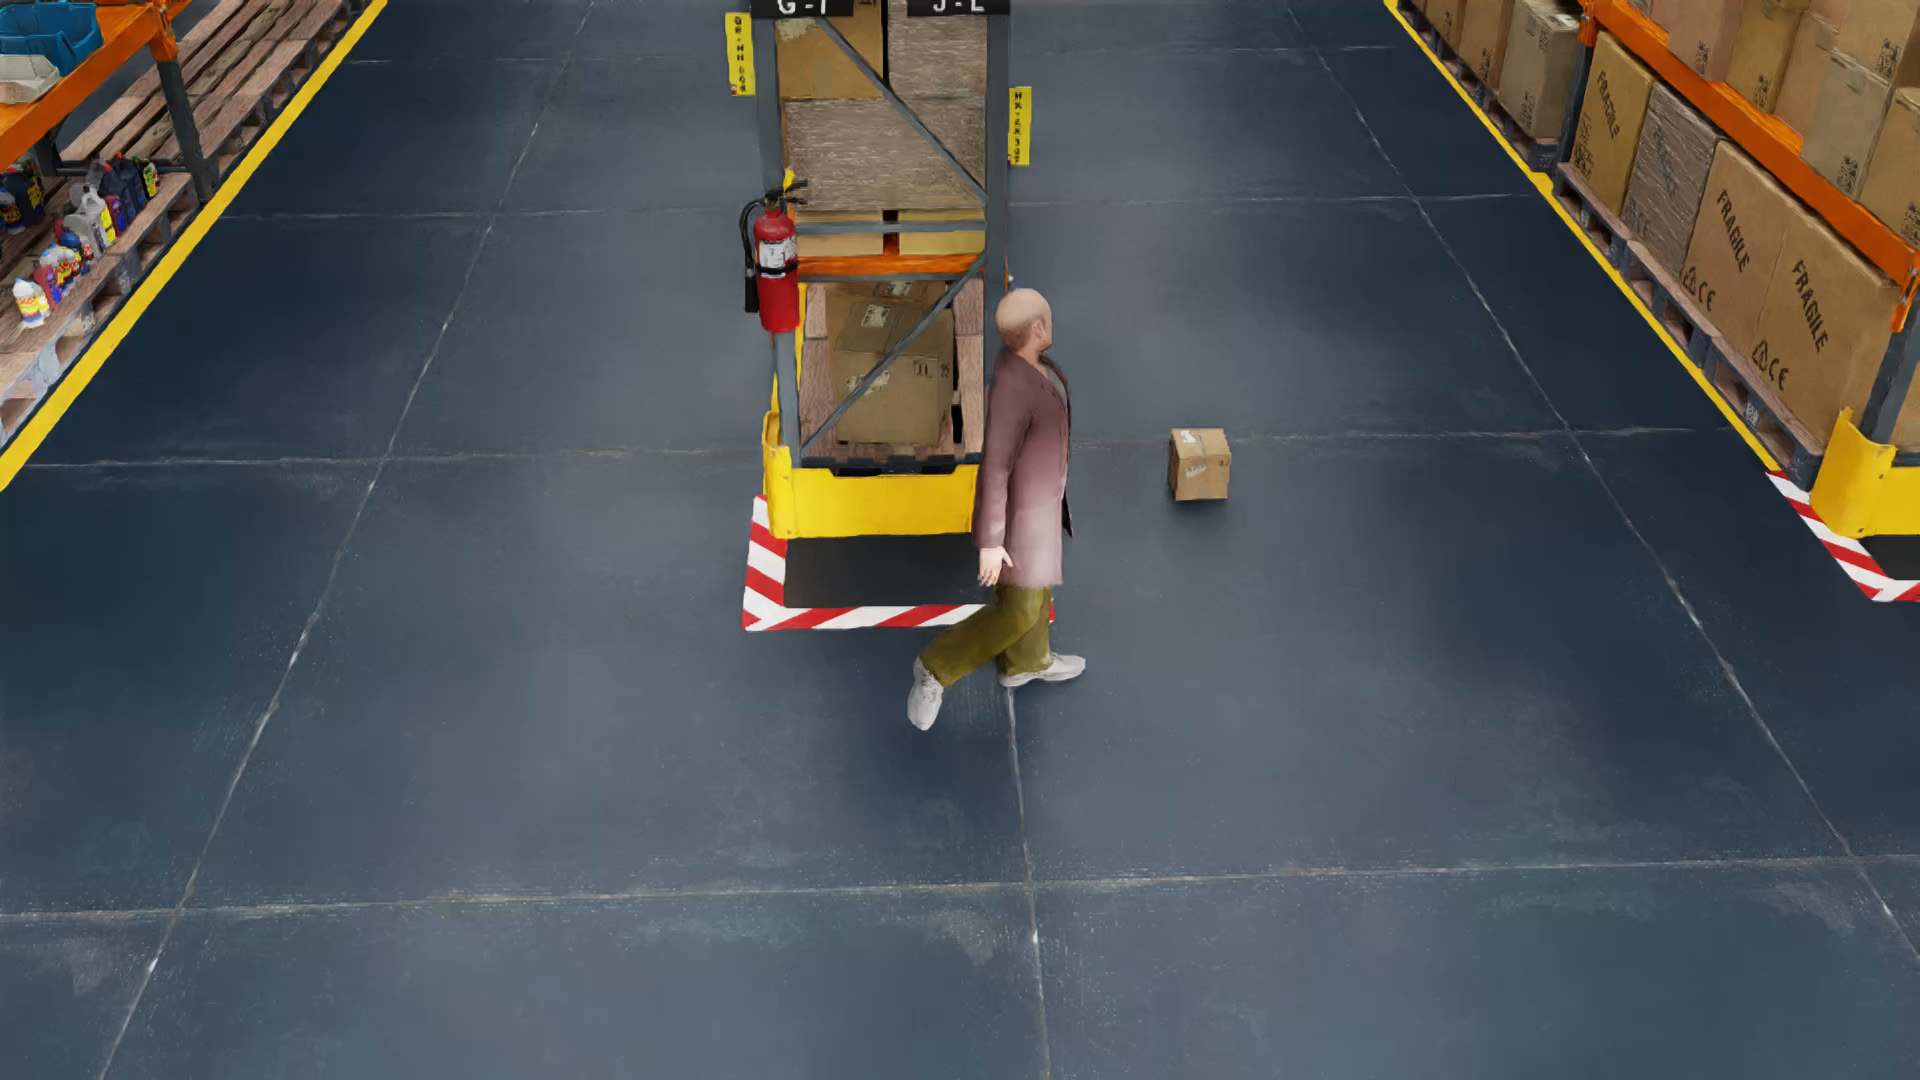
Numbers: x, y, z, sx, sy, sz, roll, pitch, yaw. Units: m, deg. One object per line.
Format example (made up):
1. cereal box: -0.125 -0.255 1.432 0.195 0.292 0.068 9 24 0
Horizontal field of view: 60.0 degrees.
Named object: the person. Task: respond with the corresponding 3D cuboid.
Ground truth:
1. person: 0.160 -0.091 6.287 0.666 1.775 0.788 5 35 7
